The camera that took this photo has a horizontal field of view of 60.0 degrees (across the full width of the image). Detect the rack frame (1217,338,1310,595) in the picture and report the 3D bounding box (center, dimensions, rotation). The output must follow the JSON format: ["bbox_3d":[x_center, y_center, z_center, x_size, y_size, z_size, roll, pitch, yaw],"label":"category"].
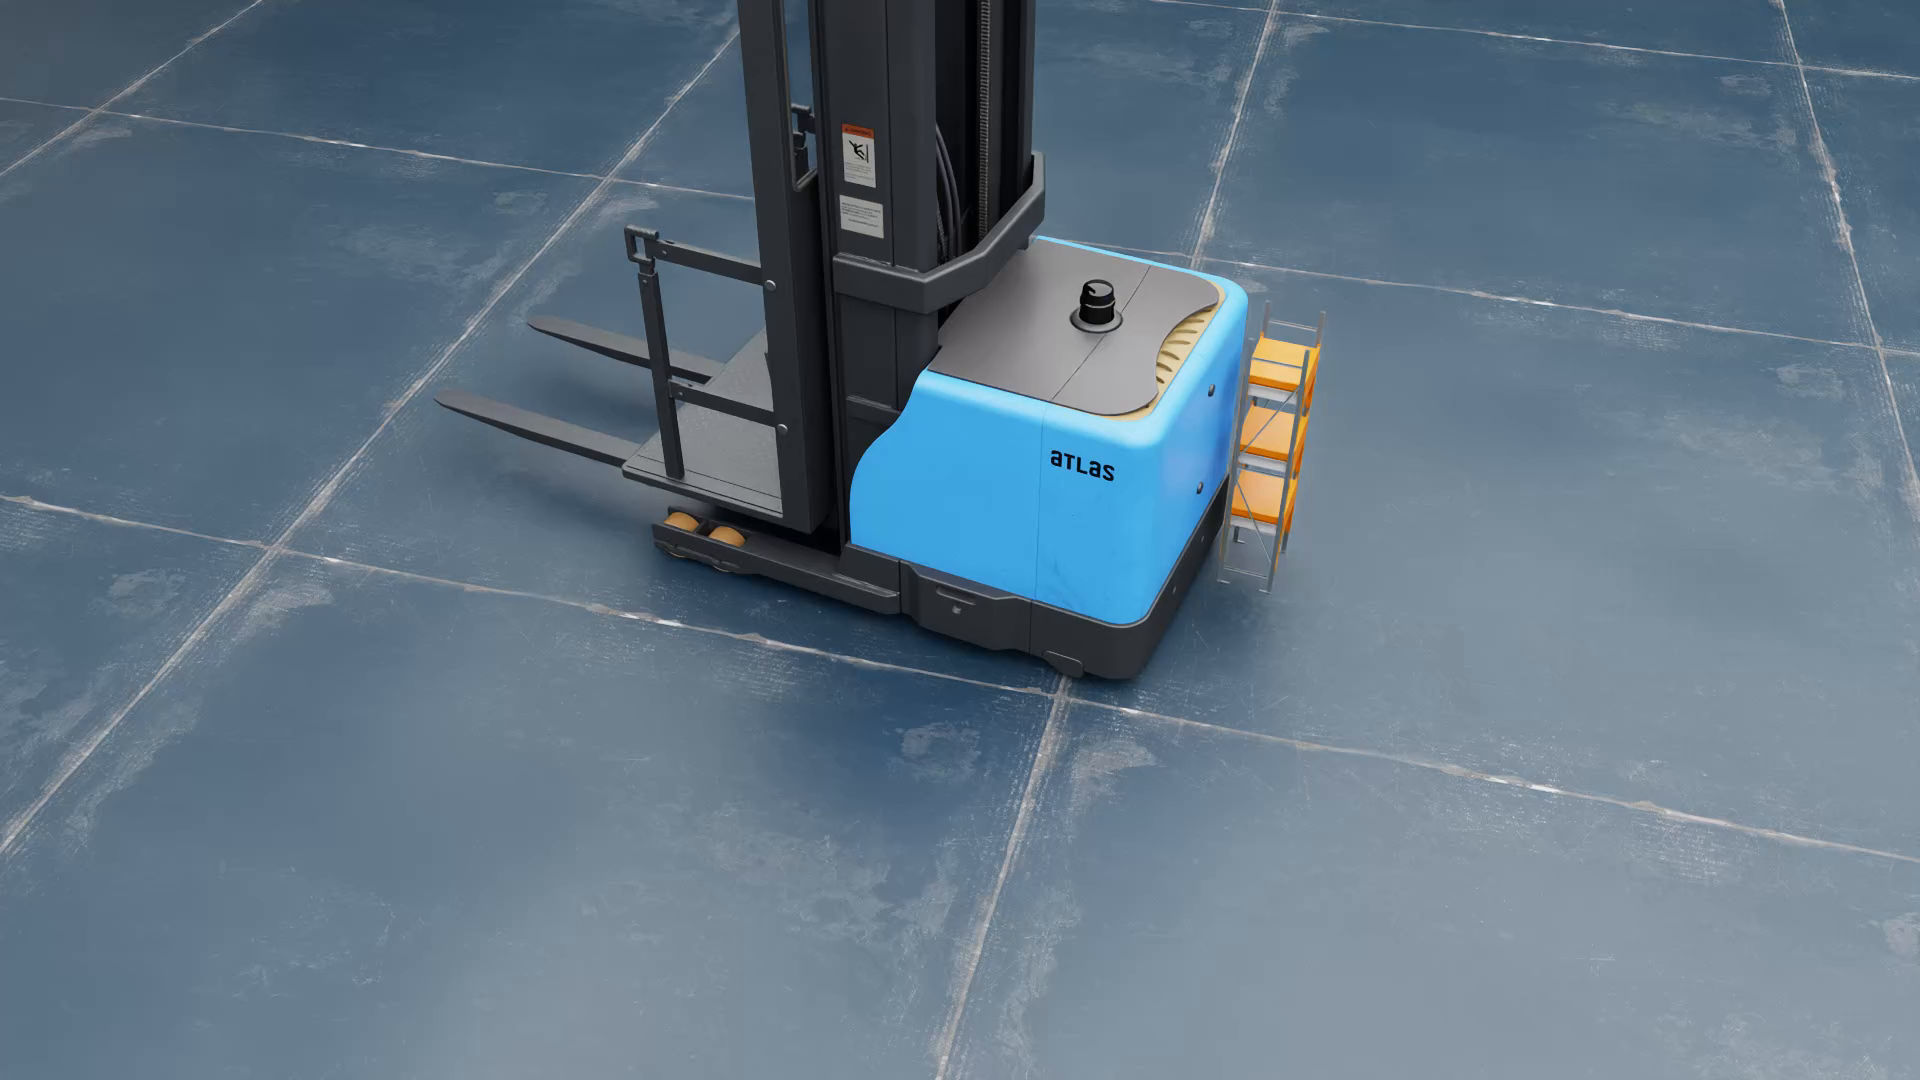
[{"bbox_3d":[1.032,-0.230,5.707,0.200,1.050,0.008,14,42,16],"label":"rack frame"}]

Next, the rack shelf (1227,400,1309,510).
[{"bbox_3d":[1.076,-0.295,5.801,0.215,0.259,0.240,14,42,16],"label":"rack shelf"}]

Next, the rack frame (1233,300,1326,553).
[{"bbox_3d":[1.119,-0.376,5.882,0.200,1.050,0.008,14,42,16],"label":"rack frame"}]

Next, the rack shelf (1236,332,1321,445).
[{"bbox_3d":[1.076,-0.512,5.619,0.215,0.259,0.240,14,42,16],"label":"rack shelf"}]

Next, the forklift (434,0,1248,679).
[{"bbox_3d":[-0.570,-1.294,5.512,3.031,2.935,1.130,17,43,19],"label":"forklift"}]

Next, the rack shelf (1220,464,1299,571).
[{"bbox_3d":[1.076,-0.082,5.980,0.215,0.259,0.240,14,42,16],"label":"rack shelf"}]

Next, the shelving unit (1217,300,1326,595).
[{"bbox_3d":[1.076,-0.303,5.794,0.215,1.050,0.252,14,42,16],"label":"shelving unit"}]
